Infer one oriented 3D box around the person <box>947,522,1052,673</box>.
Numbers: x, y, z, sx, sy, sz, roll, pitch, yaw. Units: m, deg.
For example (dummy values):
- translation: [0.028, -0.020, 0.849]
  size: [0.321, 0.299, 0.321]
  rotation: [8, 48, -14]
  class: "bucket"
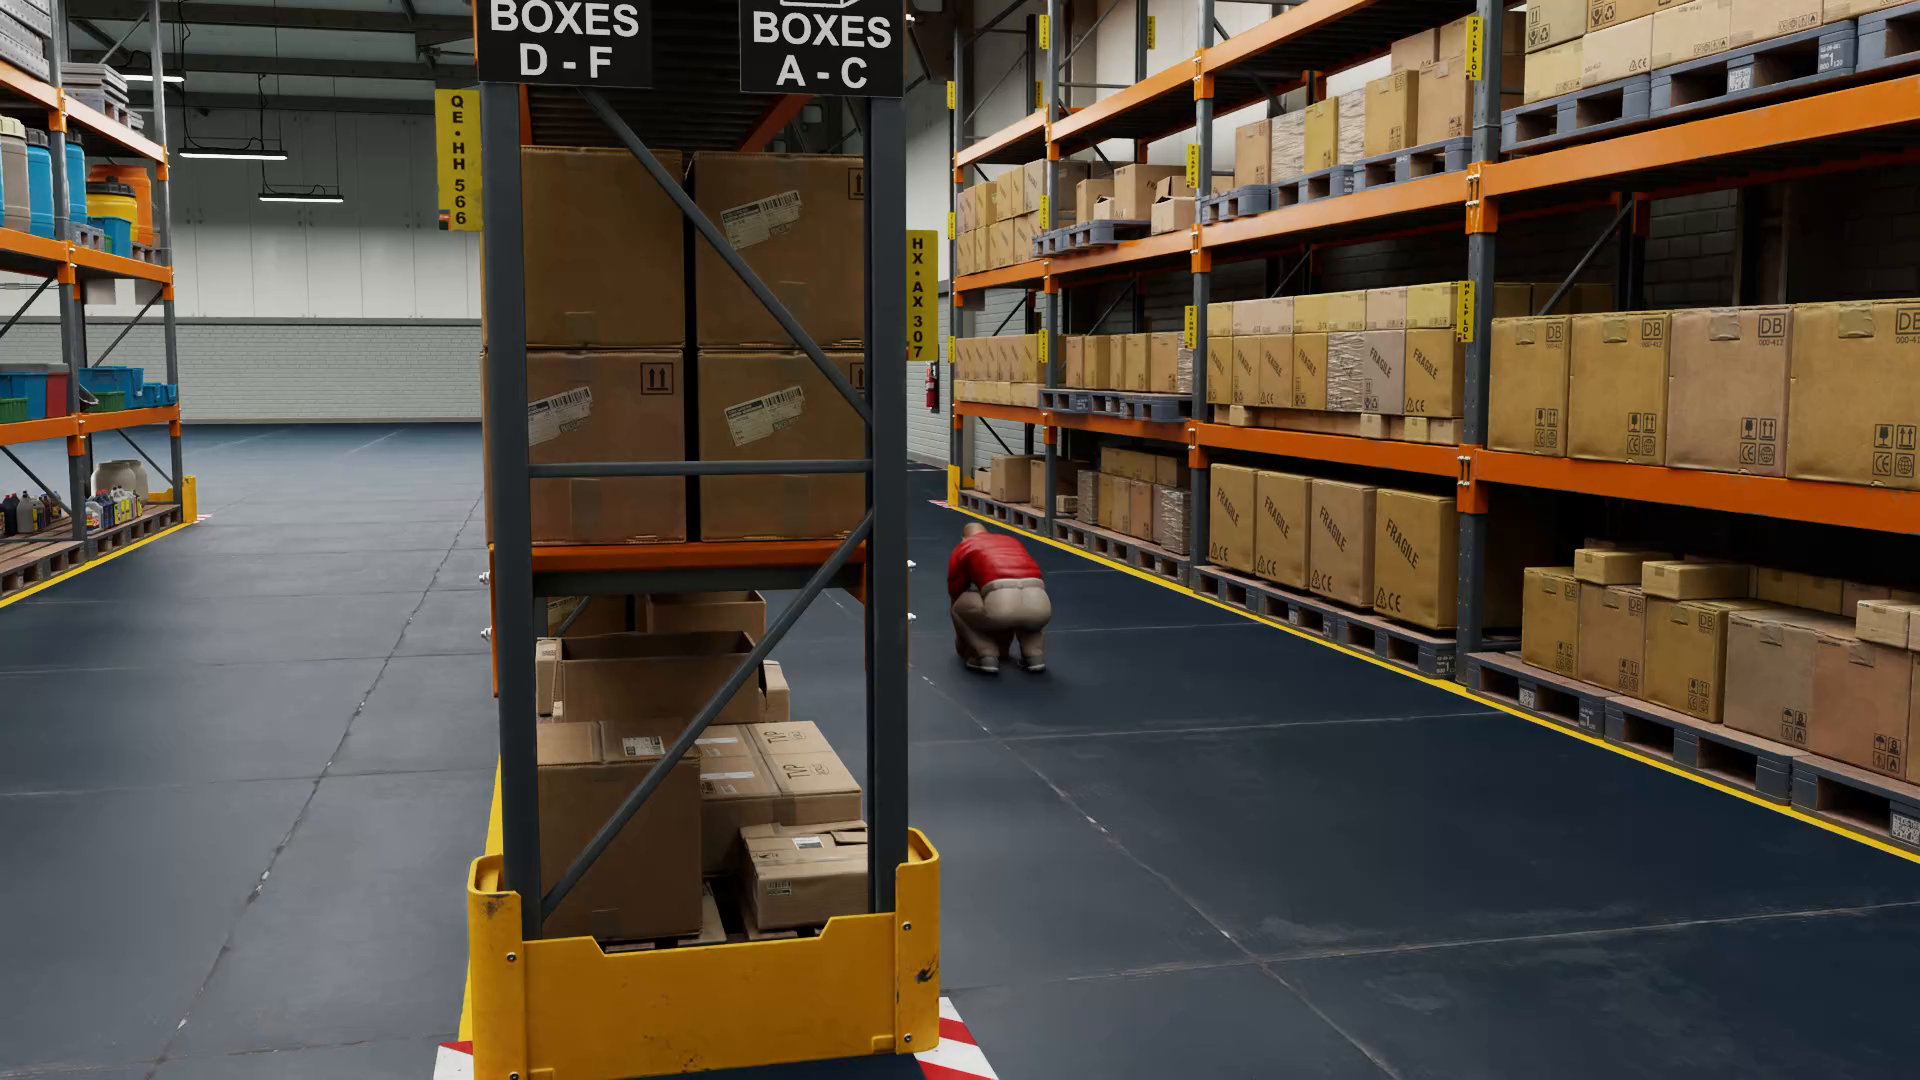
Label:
- translation: [0.228, 0.352, 9.748]
  size: [0.548, 0.855, 0.873]
  rotation: [-1, 6, -14]
  class: "person"
